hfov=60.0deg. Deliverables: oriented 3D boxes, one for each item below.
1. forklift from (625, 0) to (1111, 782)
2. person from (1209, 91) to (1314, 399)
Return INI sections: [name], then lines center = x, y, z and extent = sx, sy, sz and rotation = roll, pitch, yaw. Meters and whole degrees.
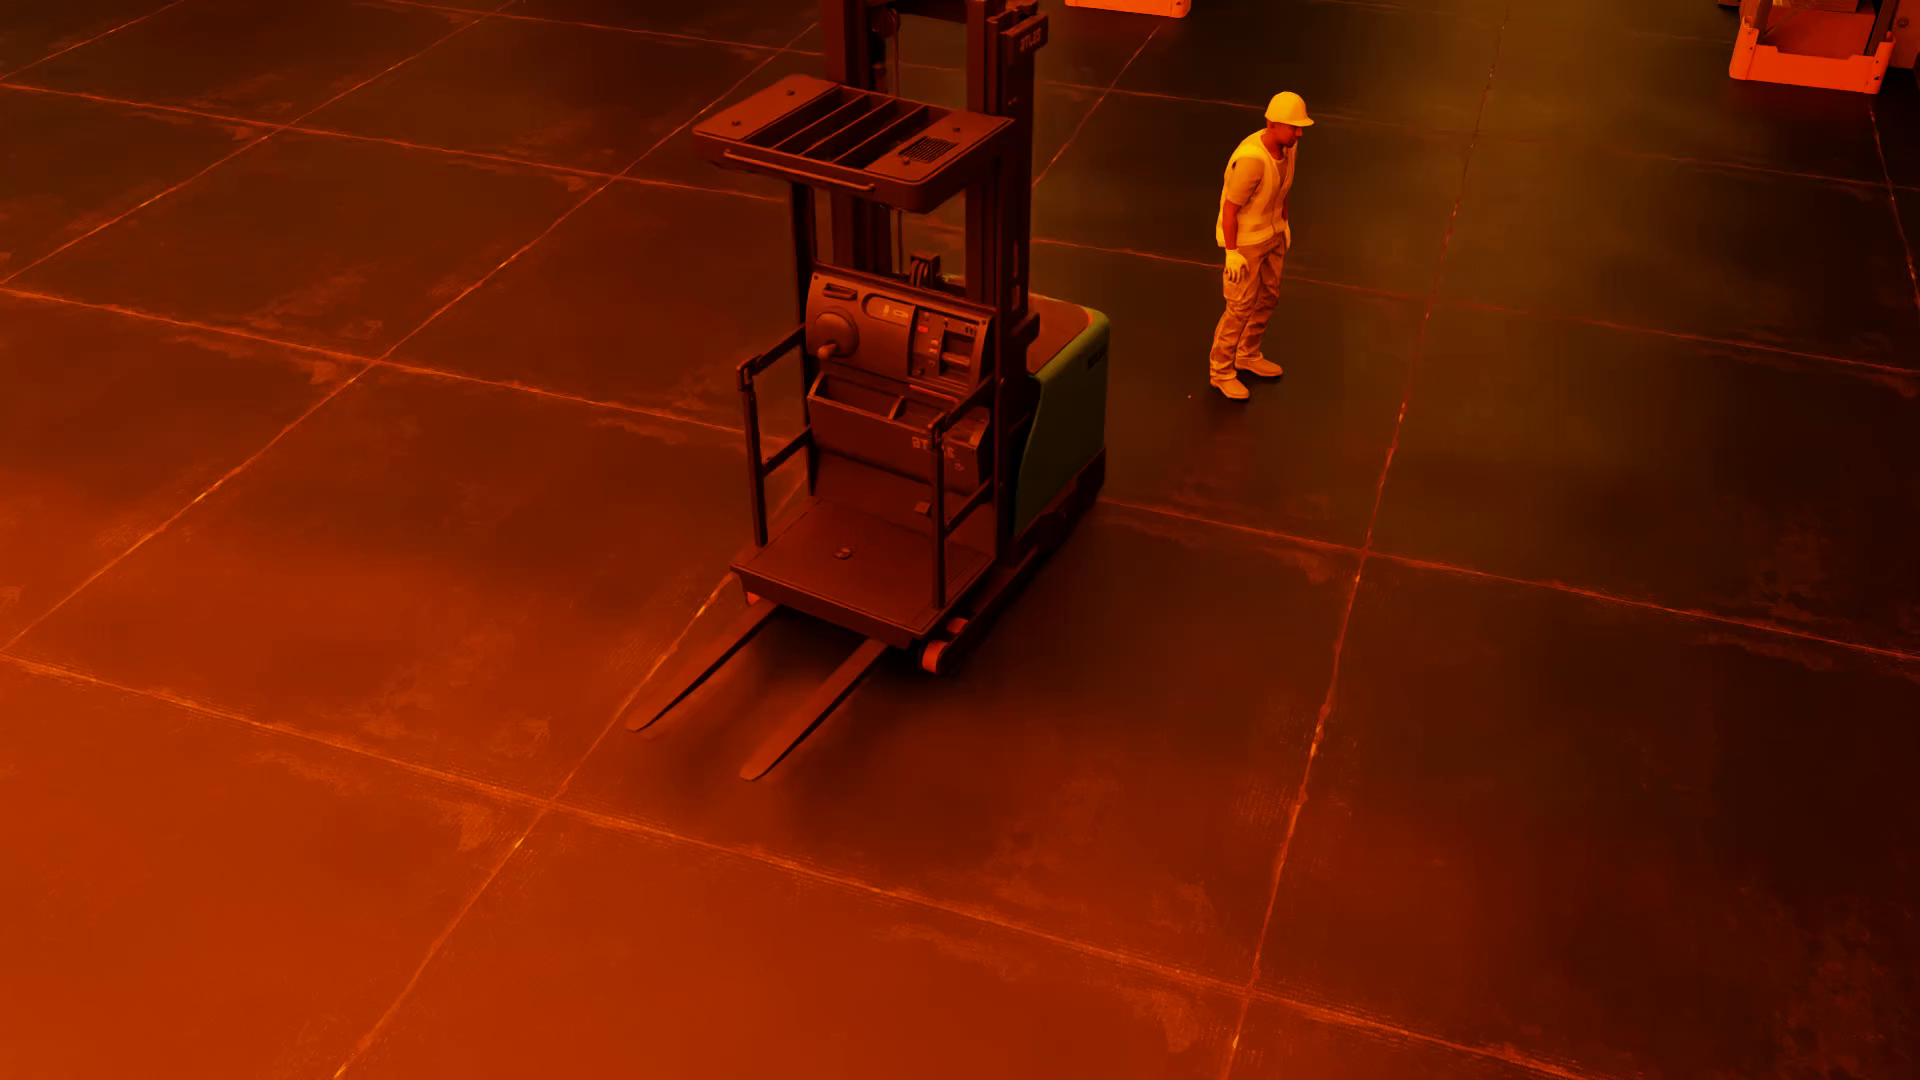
[forklift]
center = -0.394, -0.873, 7.342
extent = 1.130, 2.935, 3.031
rotation = 18, 39, 24
[person]
center = 1.710, -1.706, 9.522
extent = 0.453, 1.772, 0.618
rotation = 27, 43, 33
